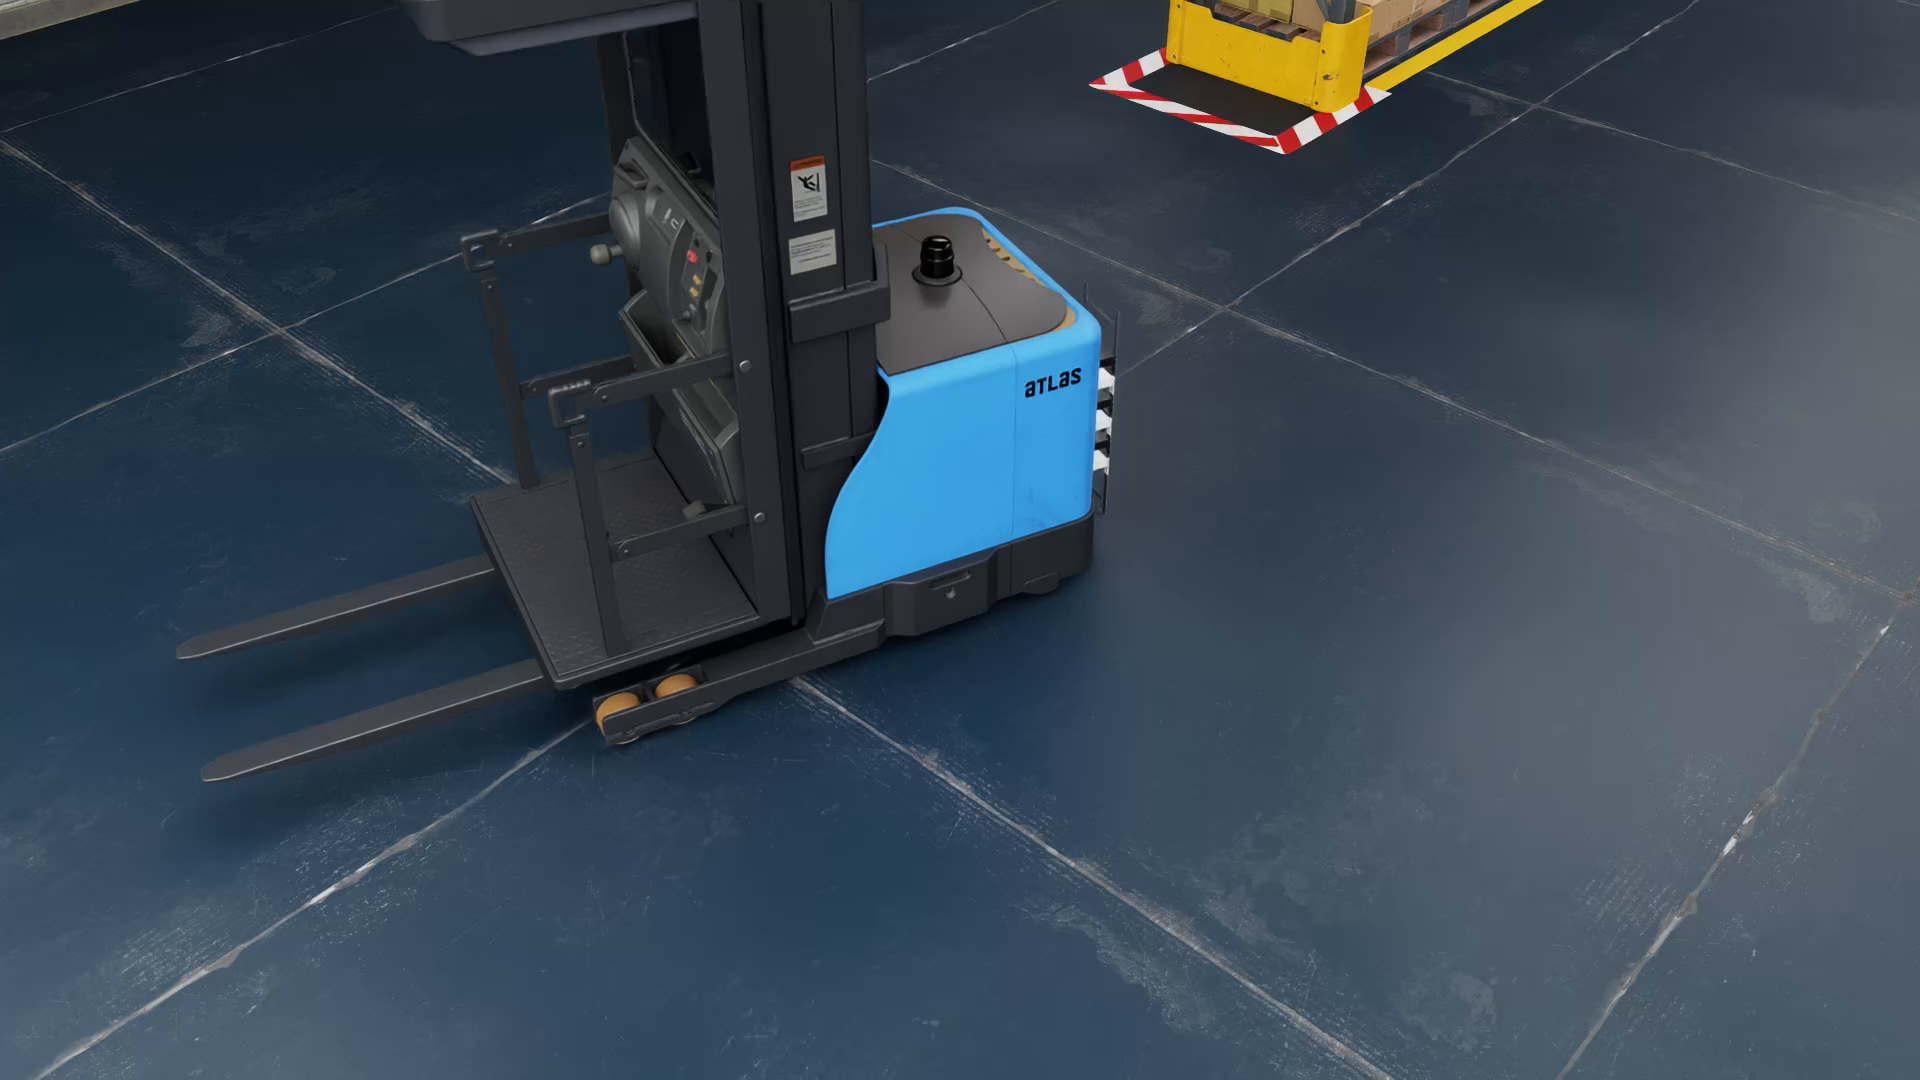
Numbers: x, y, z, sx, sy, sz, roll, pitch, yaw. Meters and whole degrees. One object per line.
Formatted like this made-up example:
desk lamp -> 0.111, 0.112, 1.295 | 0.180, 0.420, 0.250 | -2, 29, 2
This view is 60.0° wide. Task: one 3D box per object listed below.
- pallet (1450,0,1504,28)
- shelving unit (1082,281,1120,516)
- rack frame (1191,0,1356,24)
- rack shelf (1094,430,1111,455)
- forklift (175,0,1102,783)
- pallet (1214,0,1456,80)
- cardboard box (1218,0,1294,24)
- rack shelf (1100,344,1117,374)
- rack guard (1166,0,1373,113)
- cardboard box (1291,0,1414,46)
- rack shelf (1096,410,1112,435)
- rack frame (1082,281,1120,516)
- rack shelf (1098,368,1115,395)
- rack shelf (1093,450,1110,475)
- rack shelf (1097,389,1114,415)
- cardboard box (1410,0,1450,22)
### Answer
pallet -> 3.060, -3.699, 10.732 | 1.003, 0.211, 1.213 | 30, 47, 32
shelving unit -> 0.410, -0.482, 6.133 | 0.210, 0.900, 0.258 | -18, 42, -21
rack frame -> 1.752, -3.863, 8.698 | 1.000, 3.000, 0.127 | 30, 47, 32
rack shelf -> 0.410, -0.385, 6.210 | 0.200, 0.077, 0.258 | -18, 42, -21
forklift -> -1.071, -0.861, 4.978 | 3.031, 2.935, 1.130 | -18, 42, -21
pallet -> 2.237, -3.141, 10.030 | 1.003, 0.211, 1.213 | 30, 47, 32
cardboard box -> 1.895, -3.322, 9.889 | 0.500, 0.250, 0.500 | 30, 47, 32
rack shelf -> 0.410, -0.667, 5.986 | 0.200, 0.077, 0.258 | -18, 42, -21
rack guard -> 1.736, -2.874, 9.463 | 1.175, 0.500, 0.348 | 30, 47, 32
cardboard box -> 2.278, -3.104, 9.616 | 0.500, 0.250, 0.500 | 30, 47, 32
rack shelf -> 0.410, -0.456, 6.154 | 0.200, 0.077, 0.258 | -18, 42, -21
rack frame -> 0.501, -0.511, 6.169 | 0.006, 0.900, 0.240 | -18, 42, -21
rack shelf -> 0.410, -0.597, 6.042 | 0.200, 0.077, 0.258 | -18, 42, -21
rack shelf -> 0.410, -0.315, 6.266 | 0.200, 0.077, 0.258 | -18, 42, -21
rack shelf -> 0.410, -0.526, 6.098 | 0.200, 0.077, 0.258 | -18, 42, -21
cardboard box -> 2.612, -3.336, 9.907 | 0.500, 0.250, 0.500 | 30, 47, 32
